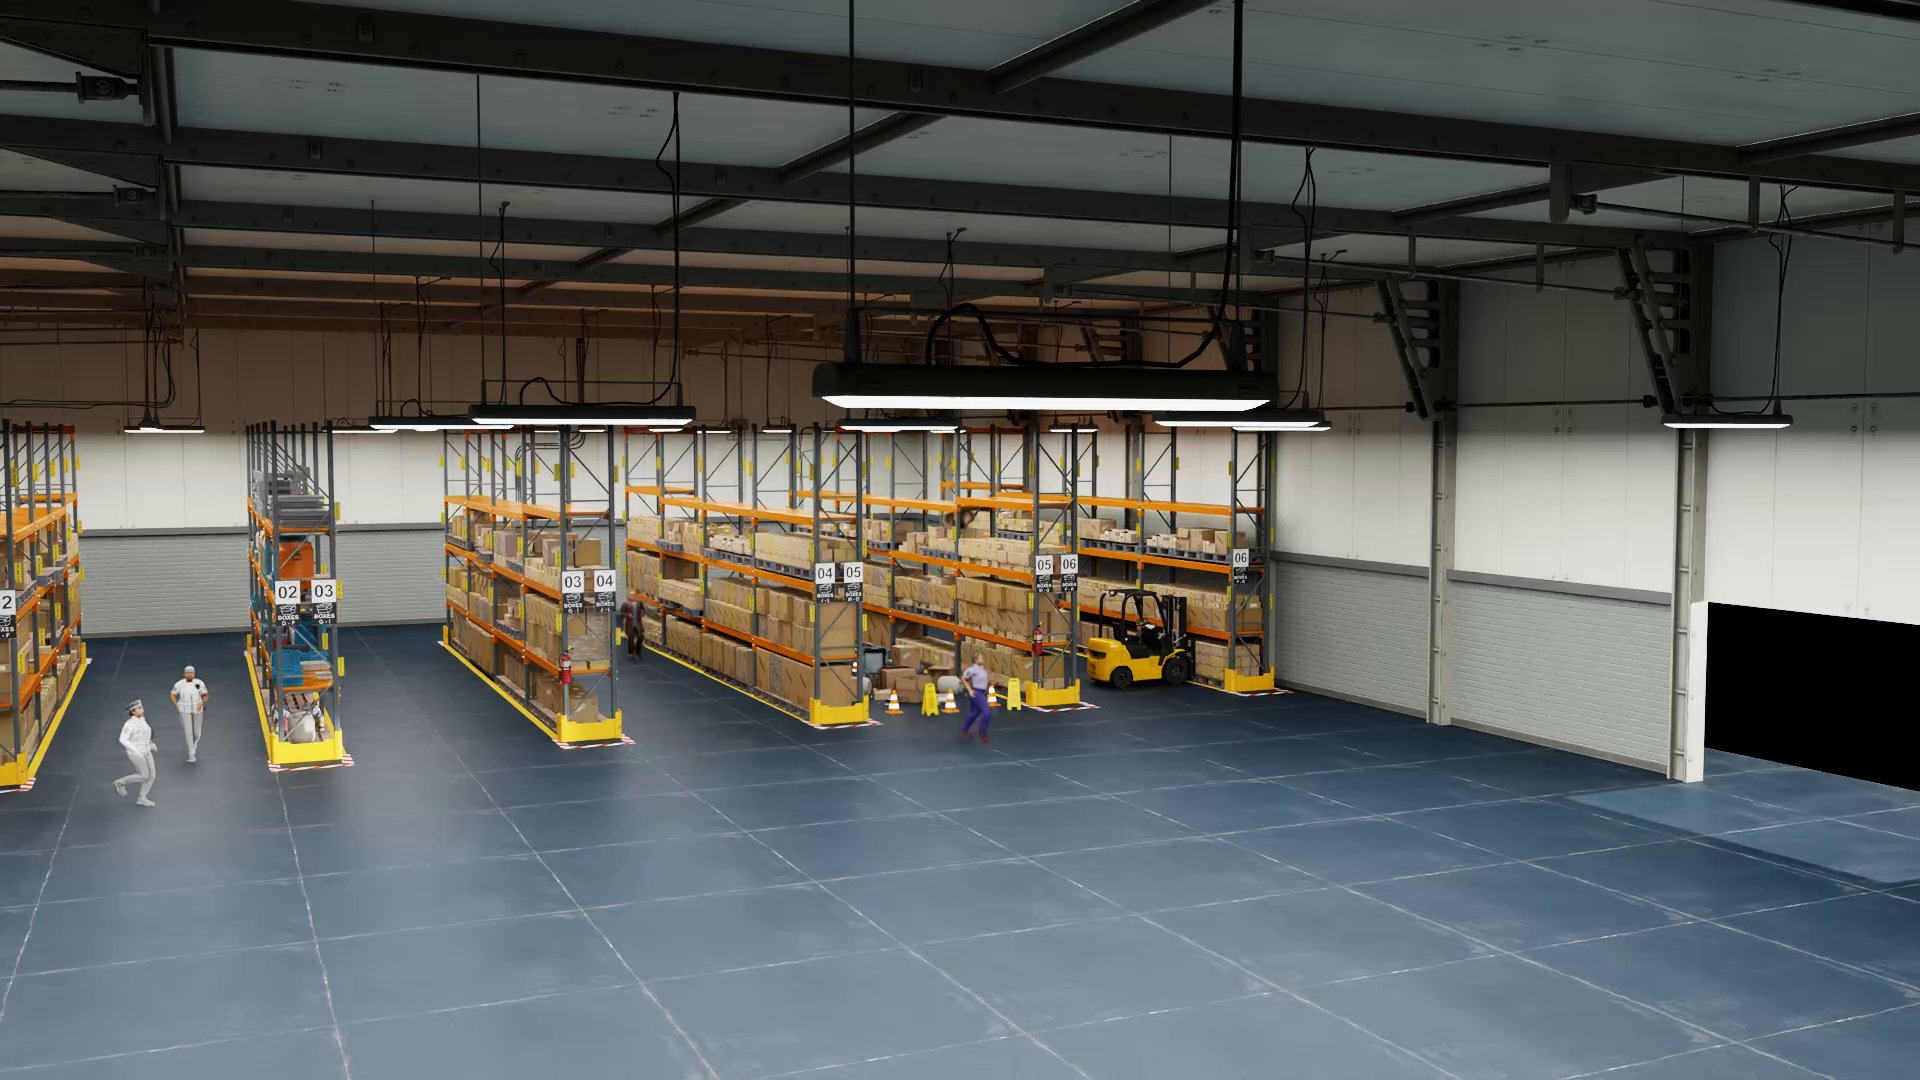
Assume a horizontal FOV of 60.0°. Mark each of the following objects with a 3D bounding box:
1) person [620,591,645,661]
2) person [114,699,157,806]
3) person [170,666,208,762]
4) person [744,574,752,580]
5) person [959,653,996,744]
[{"bbox_3d":[-8.314,2.183,42.373,0.682,1.789,0.809,-2,4,-23],"label":"person"},{"bbox_3d":[-12.786,3.295,25.797,0.586,1.662,0.623,0,4,4],"label":"person"},{"bbox_3d":[-13.686,3.063,29.559,0.610,1.667,0.788,-2,4,-33],"label":"person"},{"bbox_3d":[-6.585,1.698,50.277,0.733,1.814,0.628,-2,4,-23],"label":"person"},{"bbox_3d":[0.319,2.962,31.145,0.748,1.714,0.579,1,4,12],"label":"person"}]
